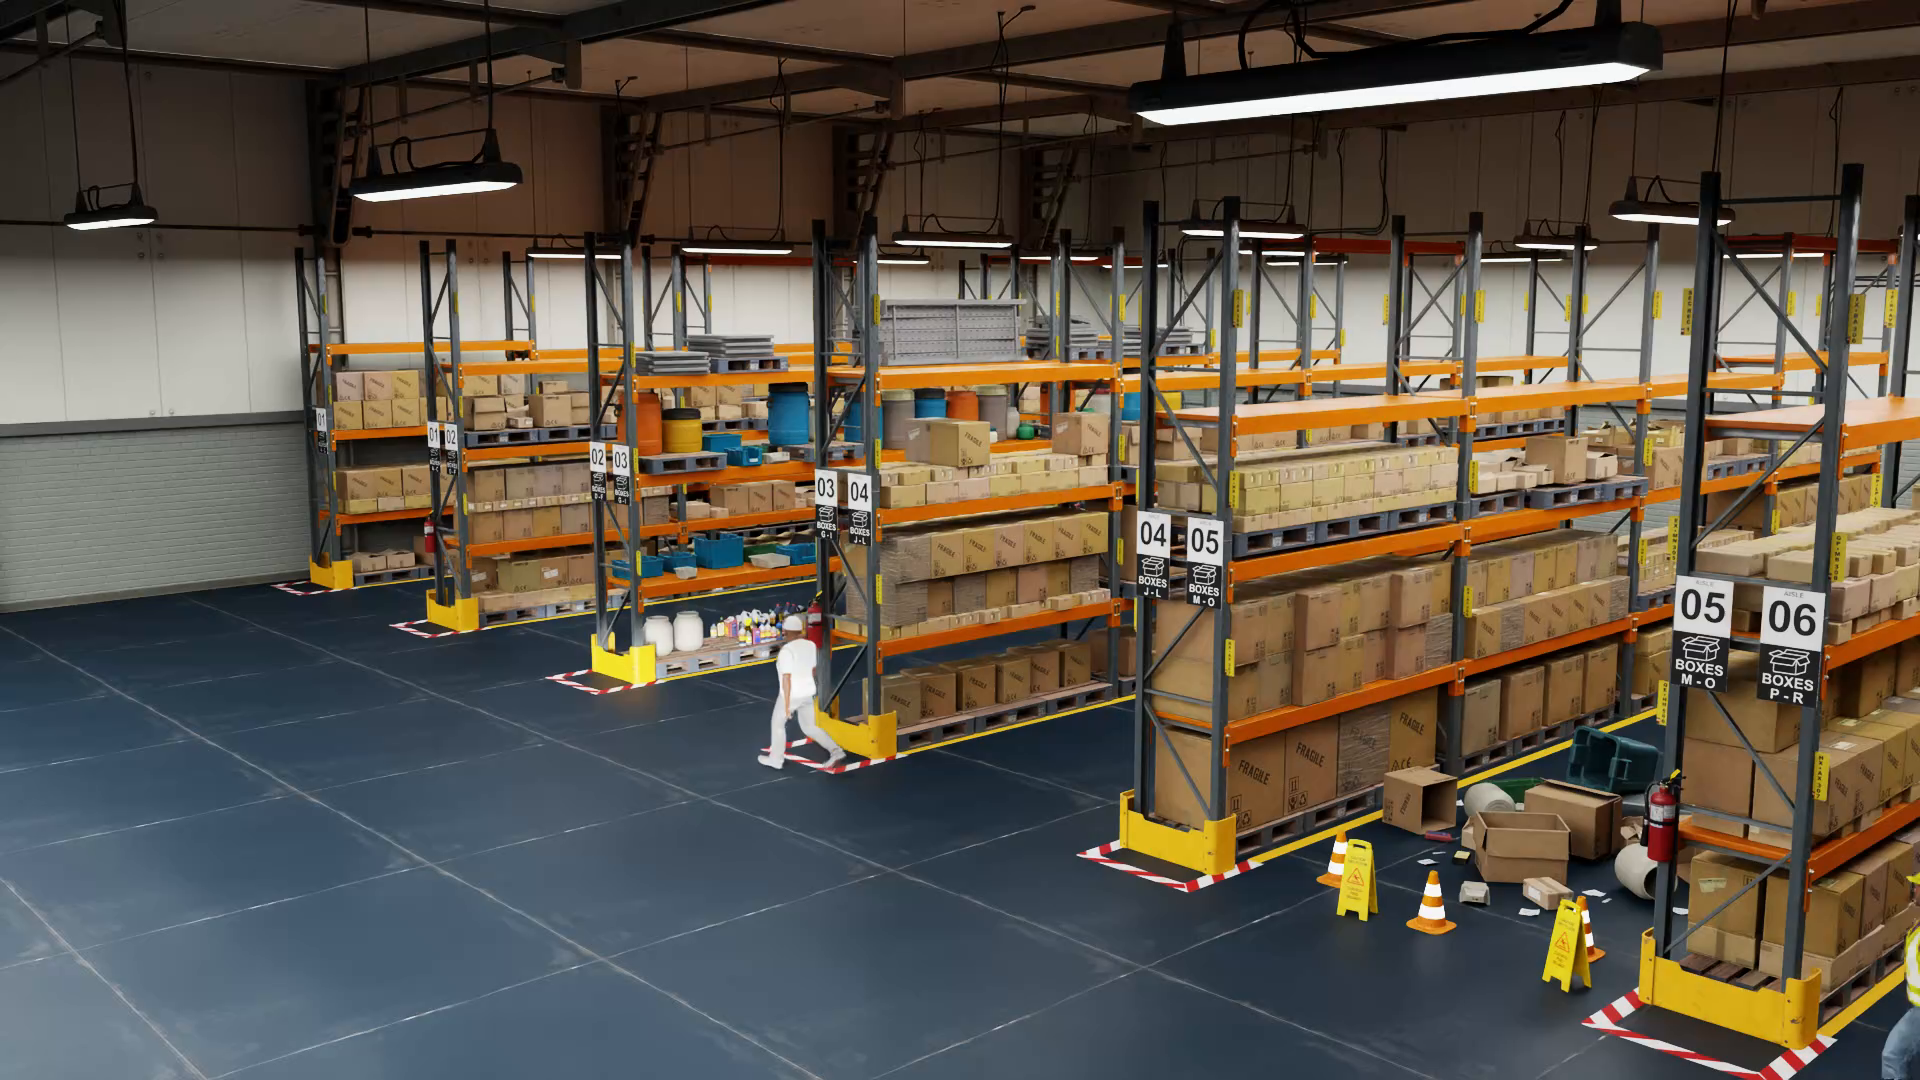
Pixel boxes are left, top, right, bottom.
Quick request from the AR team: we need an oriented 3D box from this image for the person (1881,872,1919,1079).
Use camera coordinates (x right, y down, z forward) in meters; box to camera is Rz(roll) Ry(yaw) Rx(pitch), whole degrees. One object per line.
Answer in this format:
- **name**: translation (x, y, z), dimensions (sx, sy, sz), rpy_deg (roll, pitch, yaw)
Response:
- **person**: translation (5.993, 2.834, 10.150), dimensions (0.983, 1.733, 0.571), rpy_deg (3, 9, 21)

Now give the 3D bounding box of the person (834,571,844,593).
- **person**: translation (-1.722, 0.112, 27.579), dimensions (0.547, 1.495, 1.008), rpy_deg (6, 10, 33)

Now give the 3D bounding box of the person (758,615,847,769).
- **person**: translation (-1.749, 1.680, 18.097), dimensions (1.062, 1.712, 0.660), rpy_deg (5, 10, 33)
